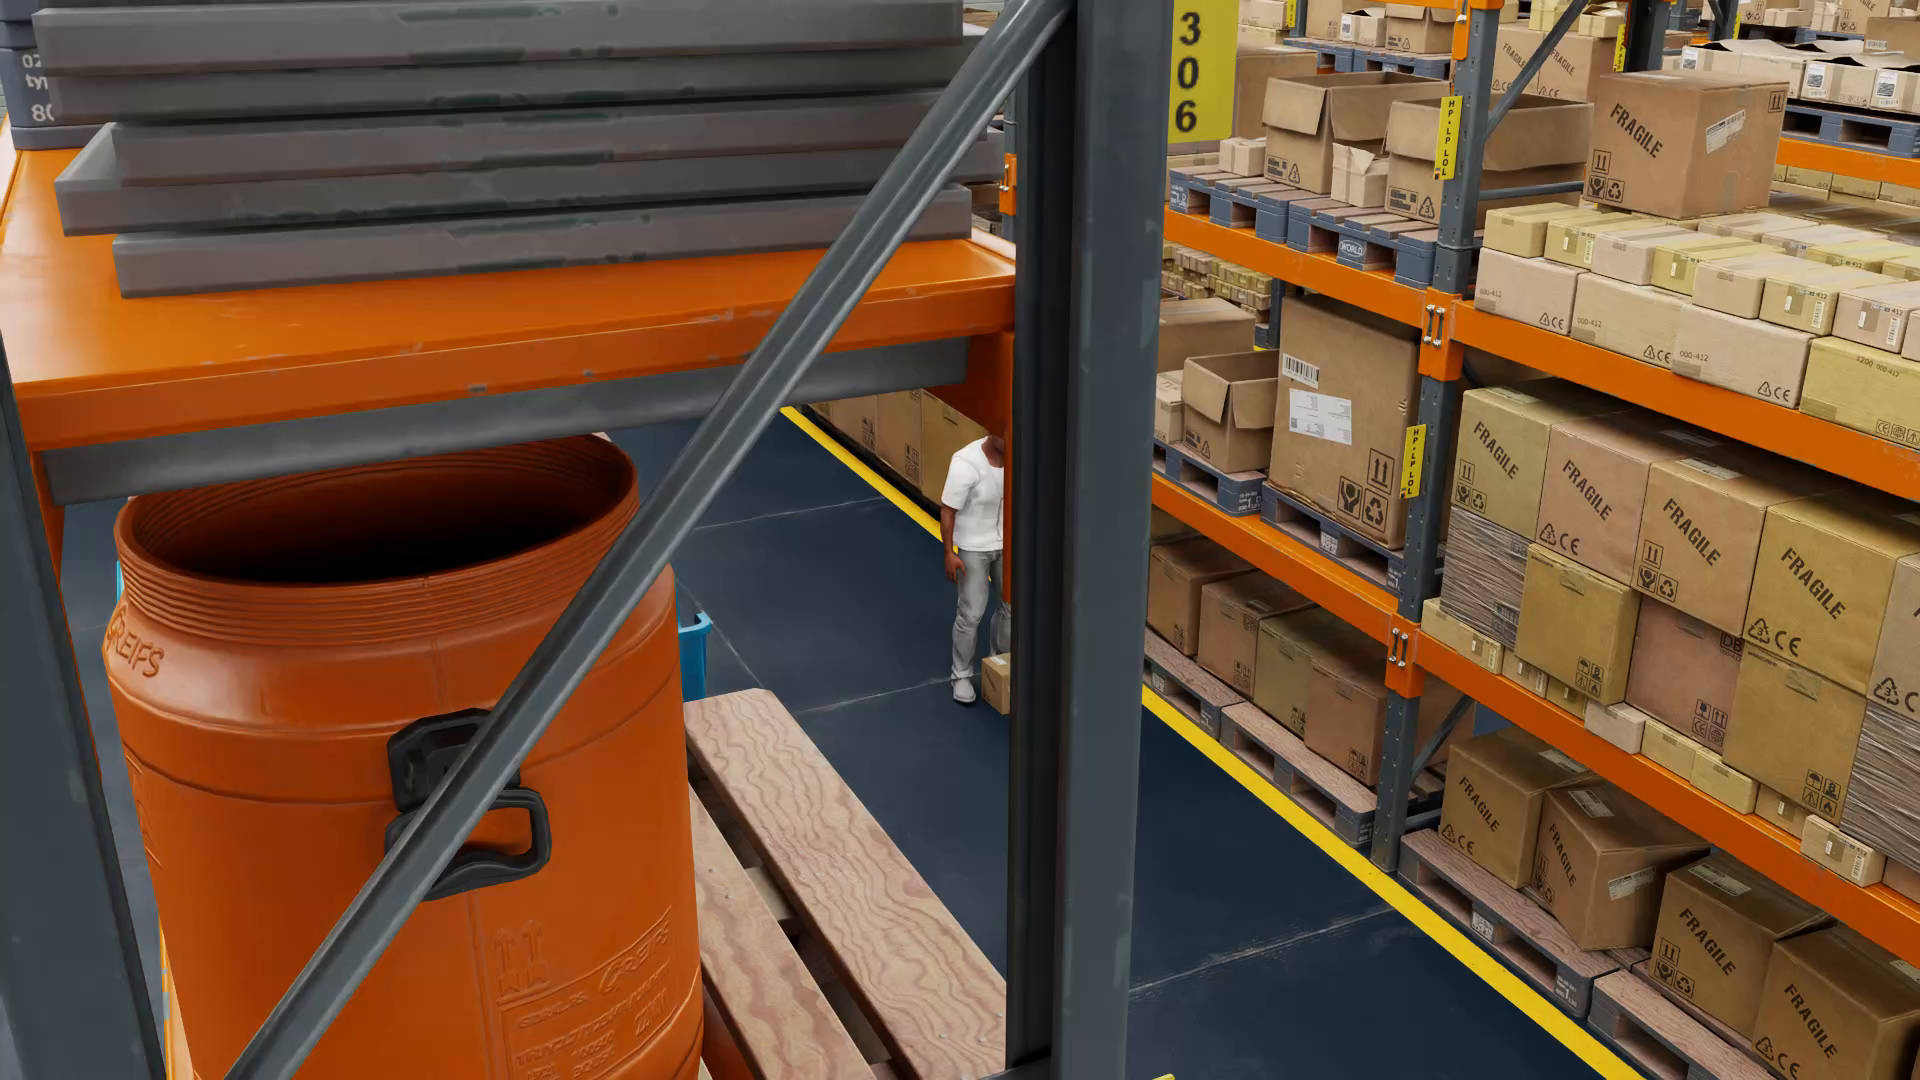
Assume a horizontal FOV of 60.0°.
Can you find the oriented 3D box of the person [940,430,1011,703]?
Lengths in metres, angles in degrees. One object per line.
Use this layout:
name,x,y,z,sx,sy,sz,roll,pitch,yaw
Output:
person,0.186,0.043,9.461,0.629,1.759,0.467,-12,25,-27
